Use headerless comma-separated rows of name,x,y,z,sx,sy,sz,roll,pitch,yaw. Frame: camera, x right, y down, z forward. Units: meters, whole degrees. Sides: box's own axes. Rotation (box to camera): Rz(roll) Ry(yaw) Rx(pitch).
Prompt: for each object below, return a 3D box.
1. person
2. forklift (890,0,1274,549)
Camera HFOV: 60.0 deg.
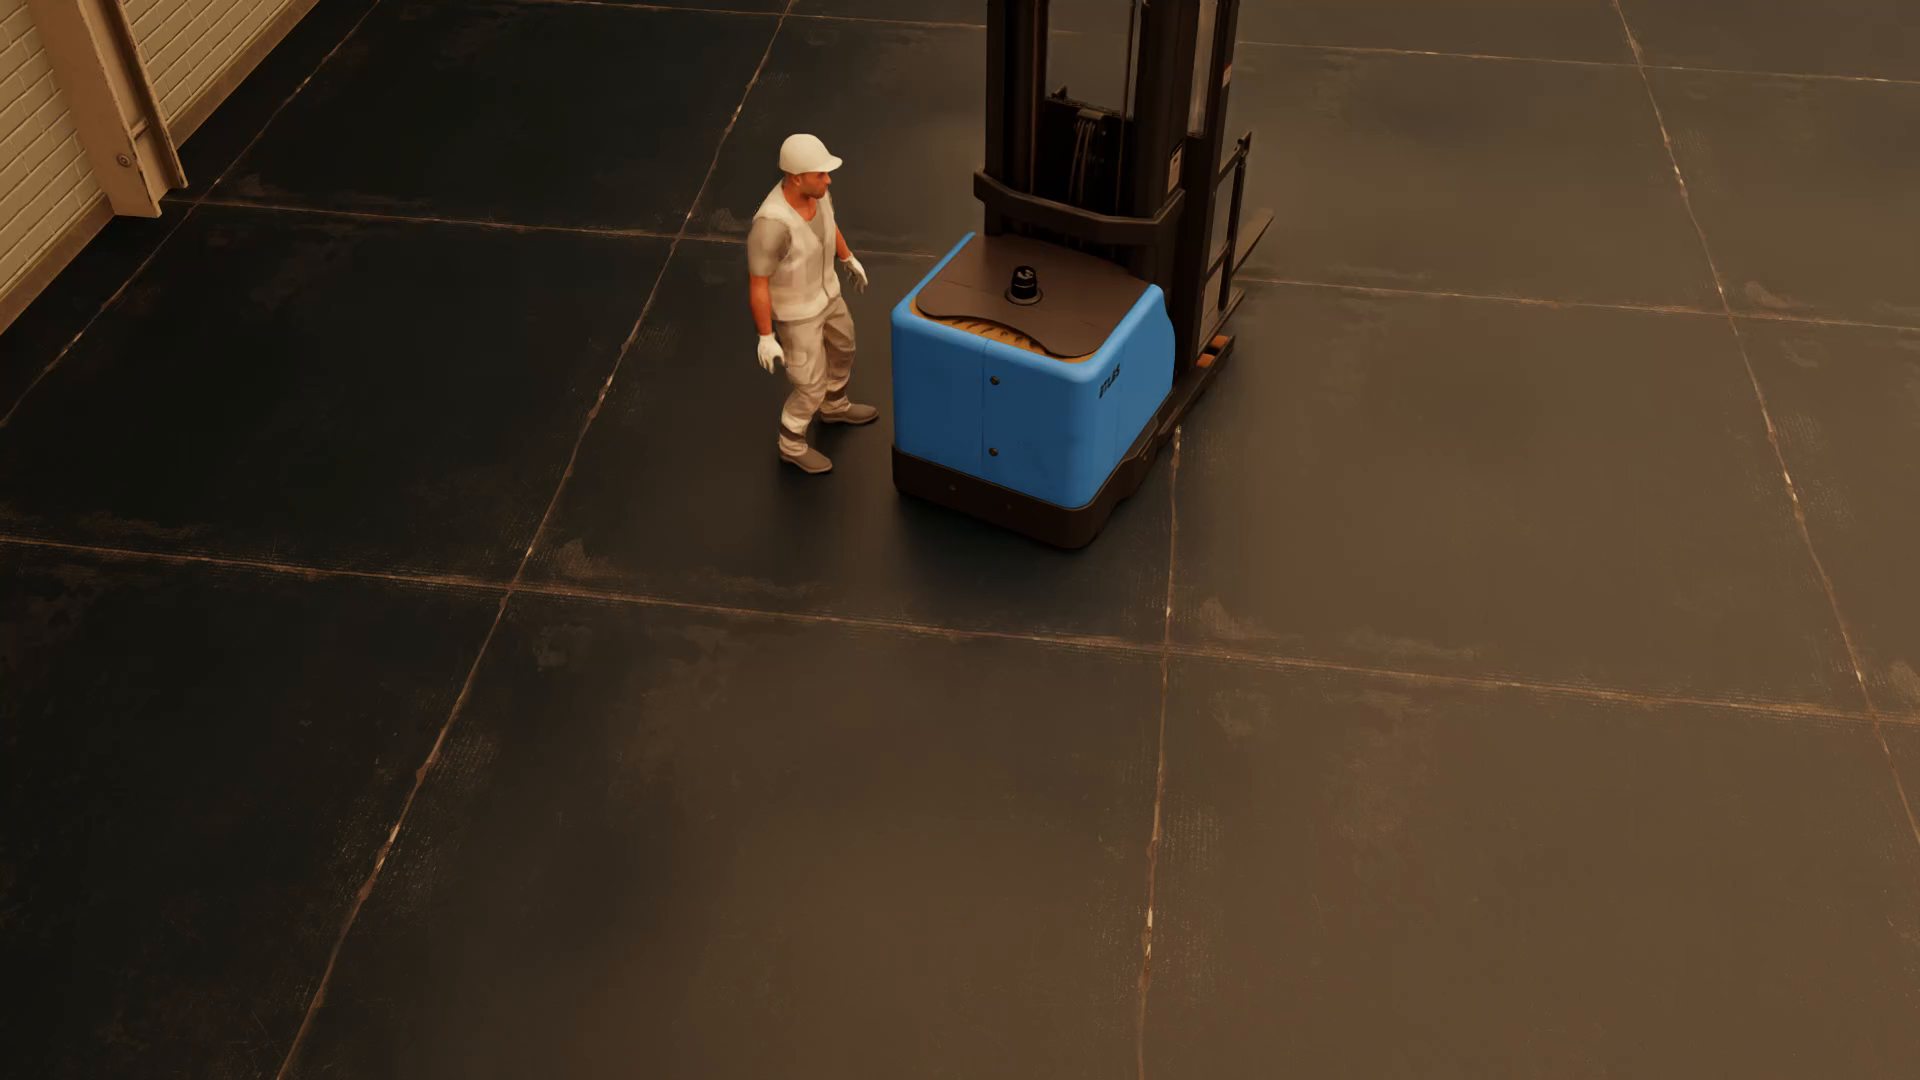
person,-0.704,-1.106,7.796,0.386,1.762,0.792,18,45,18
forklift,0.812,-2.030,7.934,1.130,2.935,3.031,20,46,20
